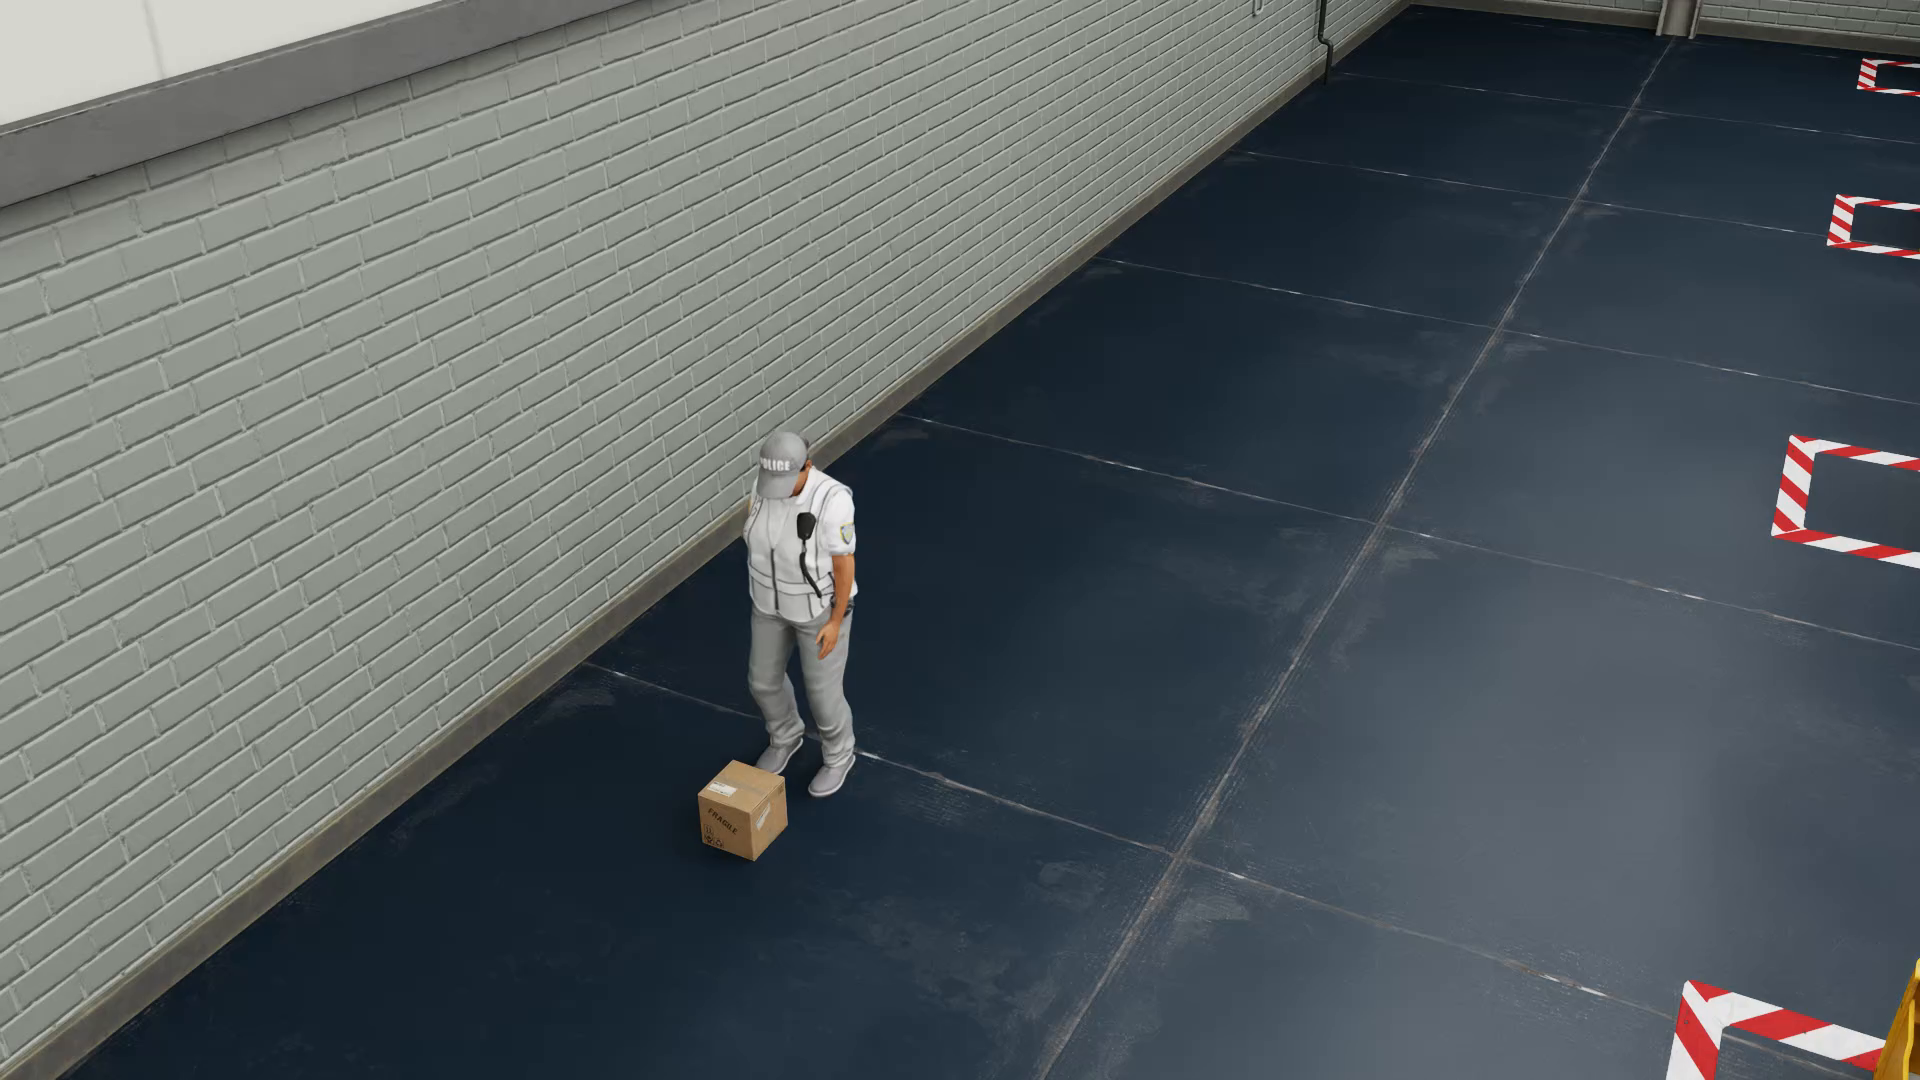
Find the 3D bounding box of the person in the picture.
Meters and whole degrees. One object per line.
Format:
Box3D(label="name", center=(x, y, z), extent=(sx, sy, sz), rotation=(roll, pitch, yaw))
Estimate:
Box3D(label="person", center=(-0.632, 0.281, 6.684), extent=(0.486, 1.638, 0.440), rotation=(15, 34, 24))
